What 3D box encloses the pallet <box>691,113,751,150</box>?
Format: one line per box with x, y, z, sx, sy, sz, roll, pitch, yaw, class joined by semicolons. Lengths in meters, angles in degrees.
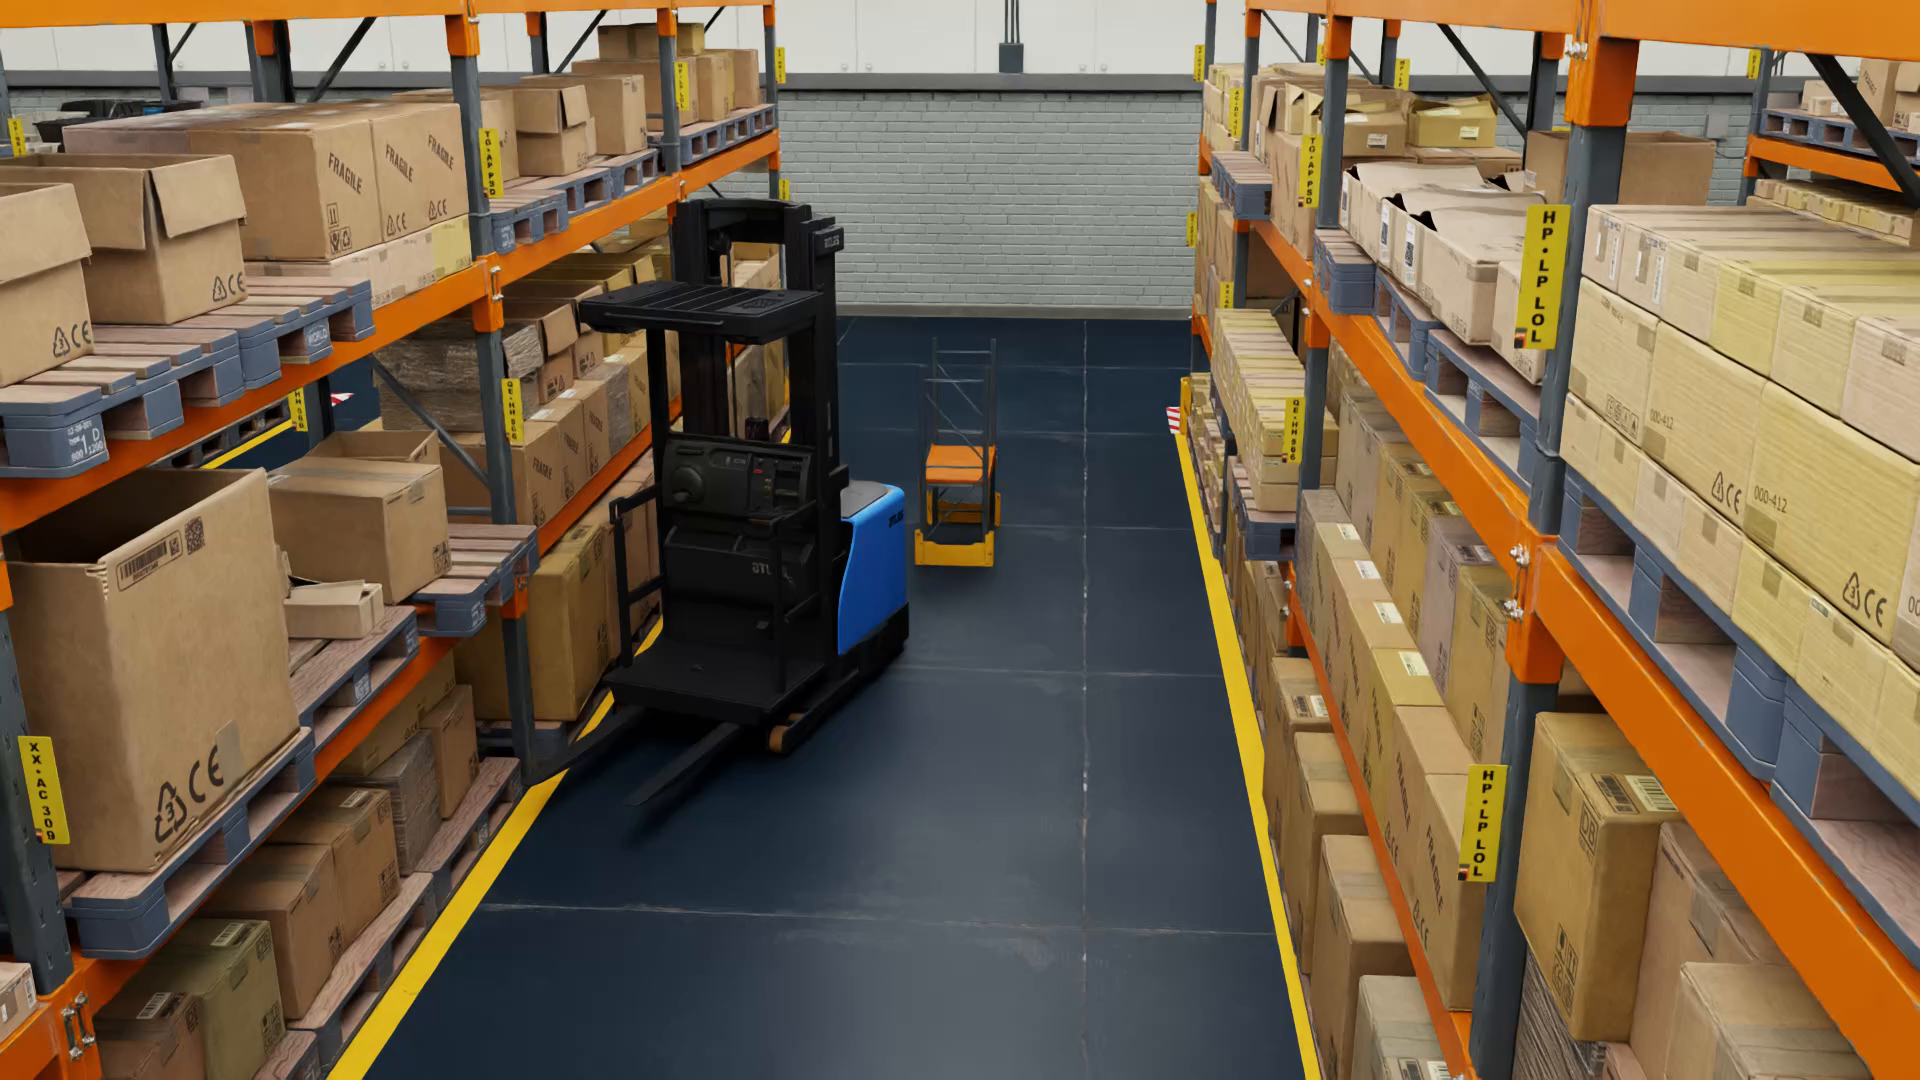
-2.346;-3.405;13.822;1.003;0.211;1.213;1;18;4;pallet

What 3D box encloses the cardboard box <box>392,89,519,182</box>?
-2.846;-2.281;9.415;0.500;0.500;0.500;2;18;7;cardboard box

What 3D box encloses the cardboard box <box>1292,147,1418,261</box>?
1.935;-1.661;8.198;0.500;0.500;0.500;1;18;4;cardboard box

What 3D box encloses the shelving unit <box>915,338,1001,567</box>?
-0.005;-0.689;12.617;0.587;1.500;1.083;1;18;4;shelving unit

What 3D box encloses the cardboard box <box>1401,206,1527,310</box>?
1.767;-0.943;5.473;0.500;0.311;0.500;1;18;2;cardboard box

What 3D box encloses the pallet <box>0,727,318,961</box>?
-2.879;0.952;5.509;1.003;0.211;1.213;1;18;4;pallet

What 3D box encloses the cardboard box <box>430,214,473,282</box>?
-2.581;-1.349;7.645;0.500;0.250;0.500;1;18;4;cardboard box

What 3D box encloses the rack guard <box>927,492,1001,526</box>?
0.030;-0.250;13.284;0.587;0.250;0.087;1;18;4;rack guard

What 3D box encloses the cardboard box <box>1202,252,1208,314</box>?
2.353;-2.227;14.264;0.500;0.500;0.500;2;18;5;cardboard box

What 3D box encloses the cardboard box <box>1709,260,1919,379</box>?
1.443;-0.353;2.654;0.380;0.149;0.250;1;18;3;cardboard box

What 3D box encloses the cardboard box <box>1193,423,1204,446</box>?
2.289;-0.942;14.884;0.380;0.149;0.250;2;18;5;cardboard box

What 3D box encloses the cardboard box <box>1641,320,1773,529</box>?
1.512;-0.203;2.837;0.500;0.250;0.500;1;18;3;cardboard box

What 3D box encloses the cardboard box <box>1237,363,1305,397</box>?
1.821;-0.932;9.725;0.380;0.149;0.250;2;18;7;cardboard box

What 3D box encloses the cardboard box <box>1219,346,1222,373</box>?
1.913;-1.196;11.009;0.380;0.149;0.250;2;18;5;cardboard box

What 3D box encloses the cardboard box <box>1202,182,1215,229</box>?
2.395;-2.864;14.601;0.500;0.500;0.500;2;18;6;cardboard box

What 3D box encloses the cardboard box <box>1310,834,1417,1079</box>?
1.889;1.612;6.124;1.050;0.750;0.750;1;18;4;cardboard box

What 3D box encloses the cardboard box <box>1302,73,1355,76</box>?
2.839;-3.521;12.832;0.380;0.149;0.250;2;18;7;cardboard box

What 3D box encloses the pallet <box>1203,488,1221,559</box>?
2.448;-0.132;12.987;1.003;0.211;1.213;1;18;4;pallet

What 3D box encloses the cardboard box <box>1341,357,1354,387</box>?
2.489;-0.993;9.910;0.380;0.149;0.250;1;18;3;cardboard box

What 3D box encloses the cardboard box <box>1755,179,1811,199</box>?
7.364;-3.138;14.874;0.380;0.149;0.250;2;18;5;cardboard box

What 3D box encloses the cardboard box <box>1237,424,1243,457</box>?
1.802;-0.567;9.565;0.380;0.149;0.250;0;18;1;cardboard box

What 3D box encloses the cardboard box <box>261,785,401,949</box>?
-2.881;1.389;7.176;0.700;0.500;0.500;3;18;9;cardboard box

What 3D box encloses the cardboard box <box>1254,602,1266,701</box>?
1.975;0.611;9.580;0.500;0.500;0.500;2;18;6;cardboard box

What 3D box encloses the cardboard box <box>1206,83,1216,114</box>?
2.394;-3.789;14.290;0.500;0.250;0.500;1;18;3;cardboard box

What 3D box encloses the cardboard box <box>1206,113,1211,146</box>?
2.392;-3.547;14.354;0.500;0.250;0.500;2;18;6;cardboard box

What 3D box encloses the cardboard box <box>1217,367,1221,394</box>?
1.912;-1.052;11.045;0.380;0.149;0.250;1;18;4;cardboard box

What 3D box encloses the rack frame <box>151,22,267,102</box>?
-7.159;-5.594;15.542;1.000;3.000;0.127;1;18;4;rack frame

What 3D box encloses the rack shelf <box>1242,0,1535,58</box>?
2.291;-2.946;9.258;1.077;0.370;4.000;1;18;4;rack shelf

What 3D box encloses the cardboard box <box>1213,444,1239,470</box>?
2.190;-0.649;13.036;0.380;0.149;0.250;1;18;3;cardboard box

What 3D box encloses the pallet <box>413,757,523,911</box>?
-2.849;1.420;8.250;1.003;0.211;1.213;1;18;4;pallet

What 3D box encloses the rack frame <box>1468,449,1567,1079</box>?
1.861;1.237;4.331;1.000;3.000;0.127;1;18;4;rack frame

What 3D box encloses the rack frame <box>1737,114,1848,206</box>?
7.666;-2.411;15.464;1.000;3.000;0.127;1;18;4;rack frame

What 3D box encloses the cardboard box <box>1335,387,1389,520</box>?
2.106;-0.389;7.526;0.700;0.500;0.500;1;18;4;cardboard box

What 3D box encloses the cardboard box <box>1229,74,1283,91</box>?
2.251;-3.456;12.634;0.380;0.149;0.250;1;18;2;cardboard box

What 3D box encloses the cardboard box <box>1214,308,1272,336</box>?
1.948;-1.499;11.453;0.380;0.149;0.250;2;18;7;cardboard box

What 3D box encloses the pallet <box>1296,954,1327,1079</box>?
1.926;1.941;6.661;1.003;0.211;1.213;1;18;4;pallet

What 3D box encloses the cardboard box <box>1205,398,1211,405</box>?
2.335;-1.134;14.515;0.380;0.149;0.250;2;18;6;cardboard box

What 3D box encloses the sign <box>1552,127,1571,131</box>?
2.701;-1.699;7.517;0.100;0.325;0.005;1;18;4;sign

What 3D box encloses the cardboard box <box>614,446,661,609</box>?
-2.594;-0.103;11.158;1.225;0.875;0.875;1;18;2;cardboard box

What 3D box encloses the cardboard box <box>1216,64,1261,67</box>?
2.435;-4.097;14.590;0.380;0.149;0.250;2;18;6;cardboard box

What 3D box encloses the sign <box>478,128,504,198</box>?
-2.251;-1.806;7.969;0.100;0.325;0.005;1;18;4;sign

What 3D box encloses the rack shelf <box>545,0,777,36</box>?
-2.362;-4.330;13.483;1.077;0.370;4.000;1;18;4;rack shelf

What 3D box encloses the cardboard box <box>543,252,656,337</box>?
-2.543;-1.715;11.570;0.797;0.503;0.637;1;18;2;cardboard box

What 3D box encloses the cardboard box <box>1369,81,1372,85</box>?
2.697;-3.114;11.589;0.380;0.149;0.250;1;18;3;cardboard box

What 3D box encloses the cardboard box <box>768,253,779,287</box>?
-1.989;-2.546;15.638;0.500;0.250;0.500;1;18;3;cardboard box

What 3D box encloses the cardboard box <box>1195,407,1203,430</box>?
2.296;-1.080;14.829;0.380;0.149;0.250;2;18;6;cardboard box

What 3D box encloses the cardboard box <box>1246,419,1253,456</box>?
1.763;-0.555;9.052;0.380;0.149;0.250;2;18;5;cardboard box

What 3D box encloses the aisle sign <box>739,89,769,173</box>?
-1.914;-3.883;15.782;0.394;0.787;0.004;1;18;4;aisle sign

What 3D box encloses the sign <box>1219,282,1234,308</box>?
1.893;-1.669;11.809;0.100;0.325;0.005;1;18;4;sign

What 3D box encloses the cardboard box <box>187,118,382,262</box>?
-2.653;-1.391;6.571;0.500;0.500;0.500;2;18;5;cardboard box

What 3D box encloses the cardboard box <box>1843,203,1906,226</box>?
7.241;-2.575;13.155;0.380;0.149;0.250;1;18;4;cardboard box

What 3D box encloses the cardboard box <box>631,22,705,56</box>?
-2.373;-4.081;13.544;0.500;0.250;0.500;1;18;2;cardboard box

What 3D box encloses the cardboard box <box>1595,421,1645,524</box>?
1.479;-0.130;3.254;0.380;0.149;0.250;1;18;4;cardboard box

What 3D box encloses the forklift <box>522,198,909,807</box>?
-1.351;-0.344;9.264;1.130;2.935;3.031;7;19;21;forklift

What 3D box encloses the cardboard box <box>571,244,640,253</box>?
-2.739;-1.965;12.662;0.500;0.500;0.500;2;18;5;cardboard box

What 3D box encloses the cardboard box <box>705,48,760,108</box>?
-2.202;-4.189;15.079;0.700;0.500;0.500;0;18;1;cardboard box

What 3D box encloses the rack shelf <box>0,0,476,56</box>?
-2.935;-1.845;5.900;1.077;0.370;4.000;1;18;4;rack shelf

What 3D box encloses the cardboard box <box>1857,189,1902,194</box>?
7.852;-2.887;14.109;0.380;0.149;0.250;2;18;5;cardboard box
